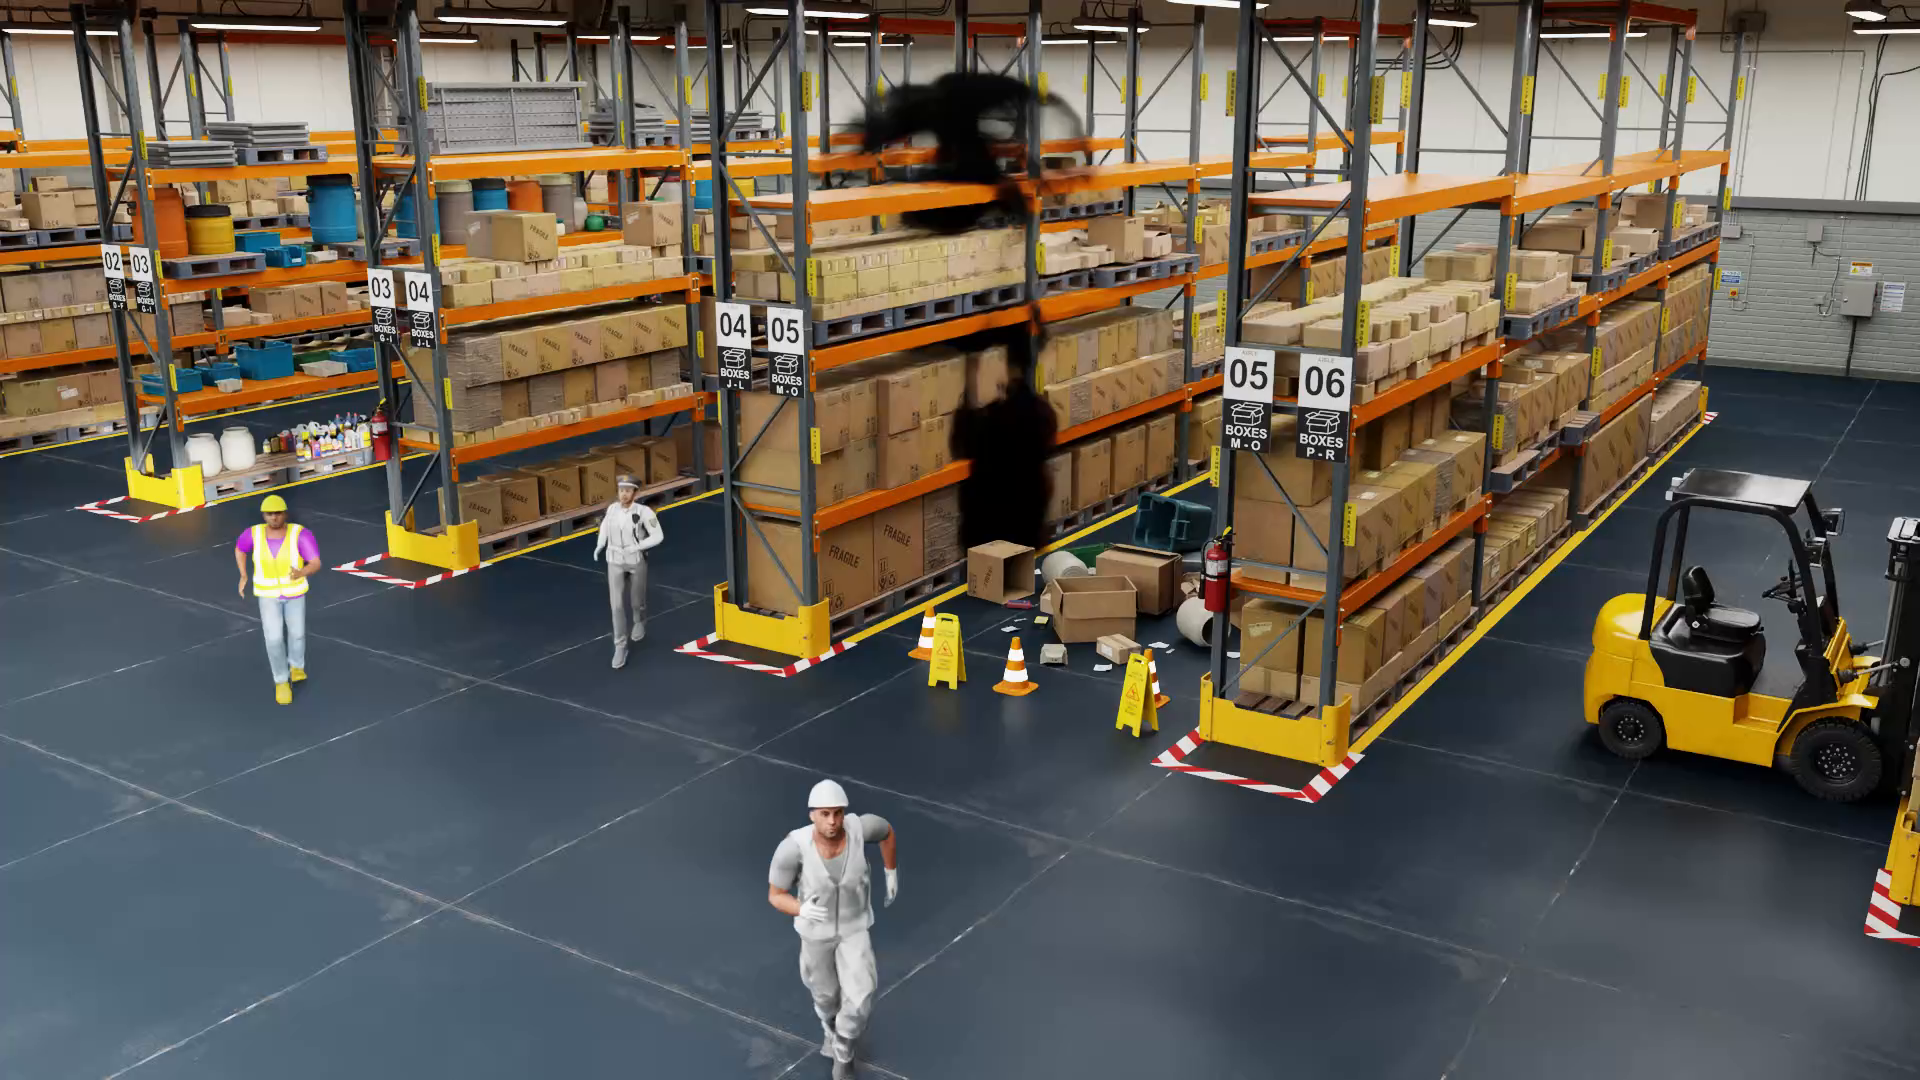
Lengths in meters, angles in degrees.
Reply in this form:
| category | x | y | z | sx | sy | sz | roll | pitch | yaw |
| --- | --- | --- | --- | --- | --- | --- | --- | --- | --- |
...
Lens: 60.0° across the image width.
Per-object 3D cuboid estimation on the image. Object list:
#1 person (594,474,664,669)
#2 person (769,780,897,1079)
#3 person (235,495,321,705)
| category | x | y | z | sx | sy | sz | roll | pitch | yaw |
| --- | --- | --- | --- | --- | --- | --- | --- | --- | --- |
| person | -3.014 | 0.229 | 15.209 | 0.641 | 1.710 | 0.868 | 0 | 16 | -1 |
| person | -0.637 | 2.027 | 8.594 | 0.695 | 1.760 | 0.818 | -3 | 16 | -10 |
| person | -5.776 | 0.494 | 14.178 | 0.668 | 1.815 | 0.834 | -7 | 17 | -22 |
